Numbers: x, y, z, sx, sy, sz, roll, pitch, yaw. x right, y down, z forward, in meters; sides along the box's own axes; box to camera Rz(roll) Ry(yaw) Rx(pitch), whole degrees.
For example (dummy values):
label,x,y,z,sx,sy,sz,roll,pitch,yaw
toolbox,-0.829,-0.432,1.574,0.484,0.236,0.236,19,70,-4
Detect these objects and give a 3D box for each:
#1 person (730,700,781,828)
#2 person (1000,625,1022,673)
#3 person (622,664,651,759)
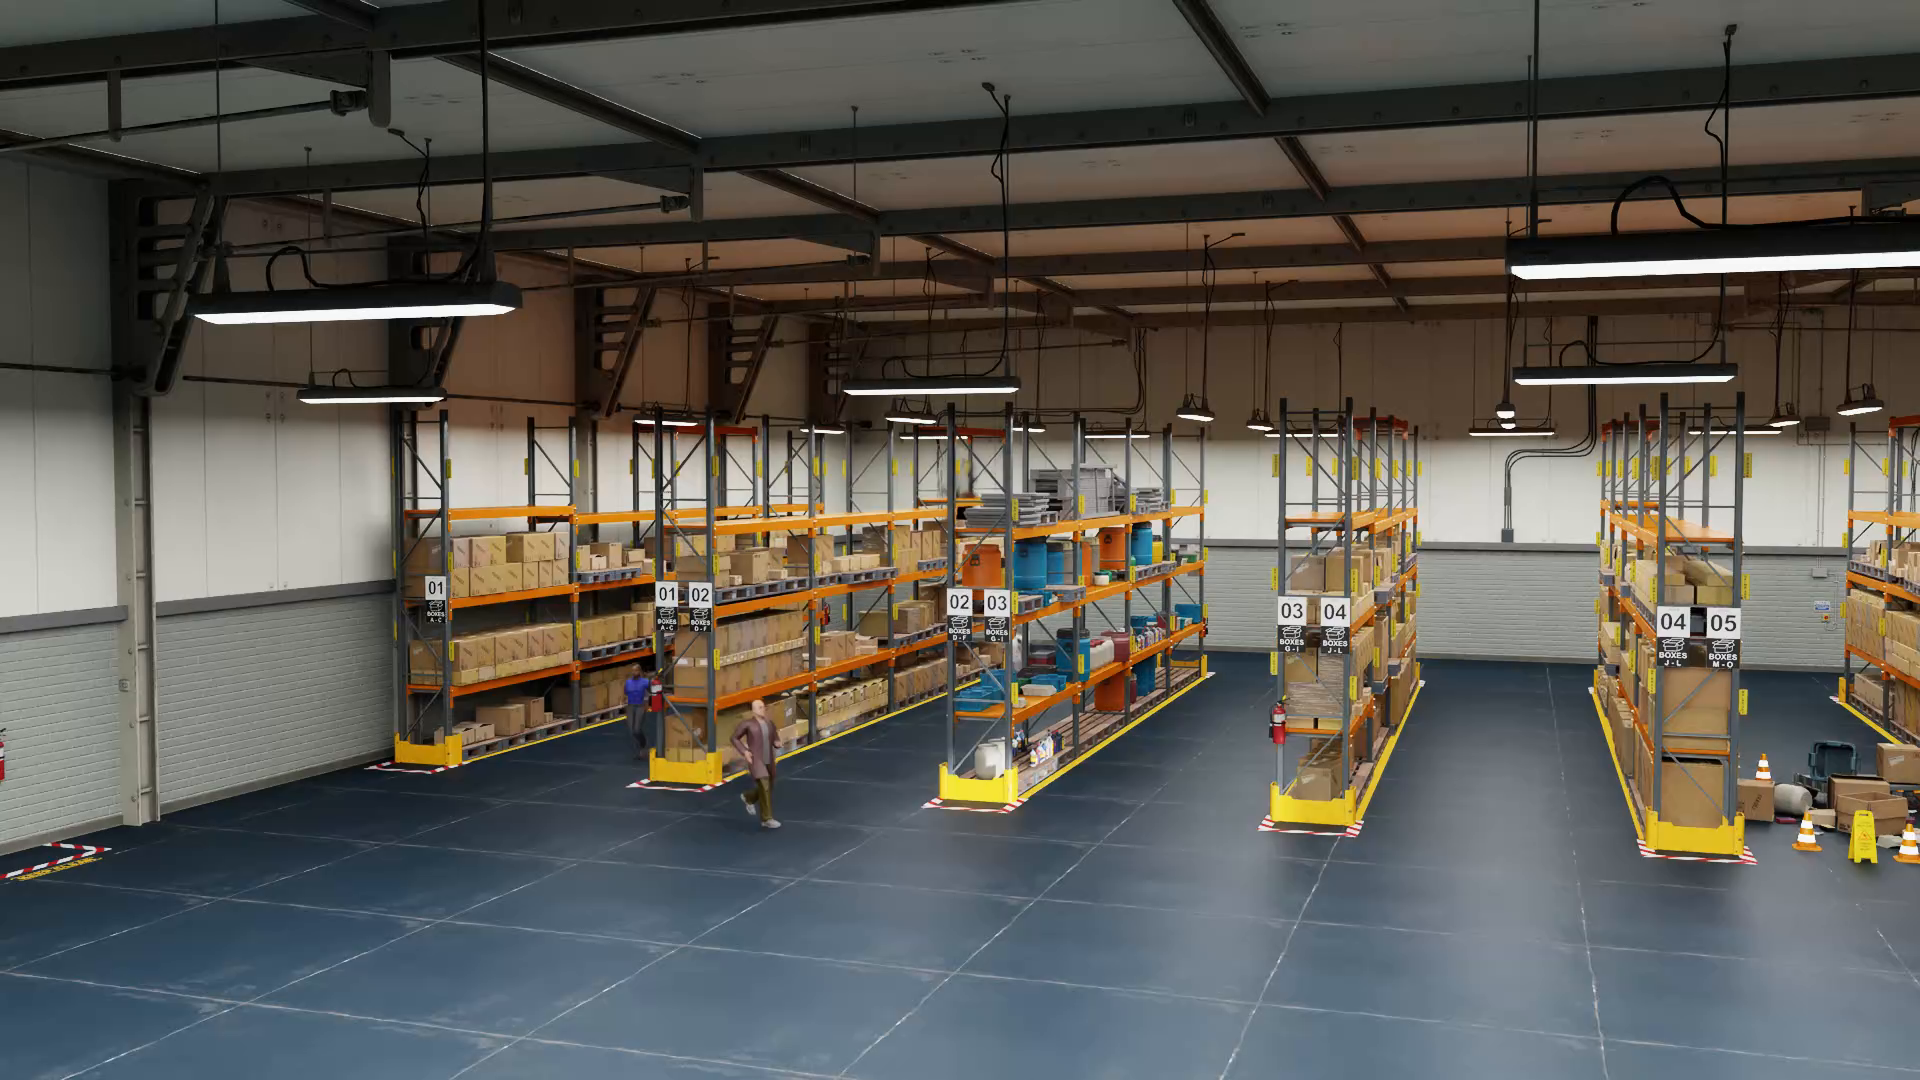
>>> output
label,x,y,z,sx,sy,sz,roll,pitch,yaw
person,-2.821,3.119,23.322,0.970,1.751,0.719,2,3,44
person,1.148,2.634,35.564,0.554,1.754,0.794,0,2,11
person,-5.568,2.959,28.577,0.561,1.636,0.599,1,3,13
